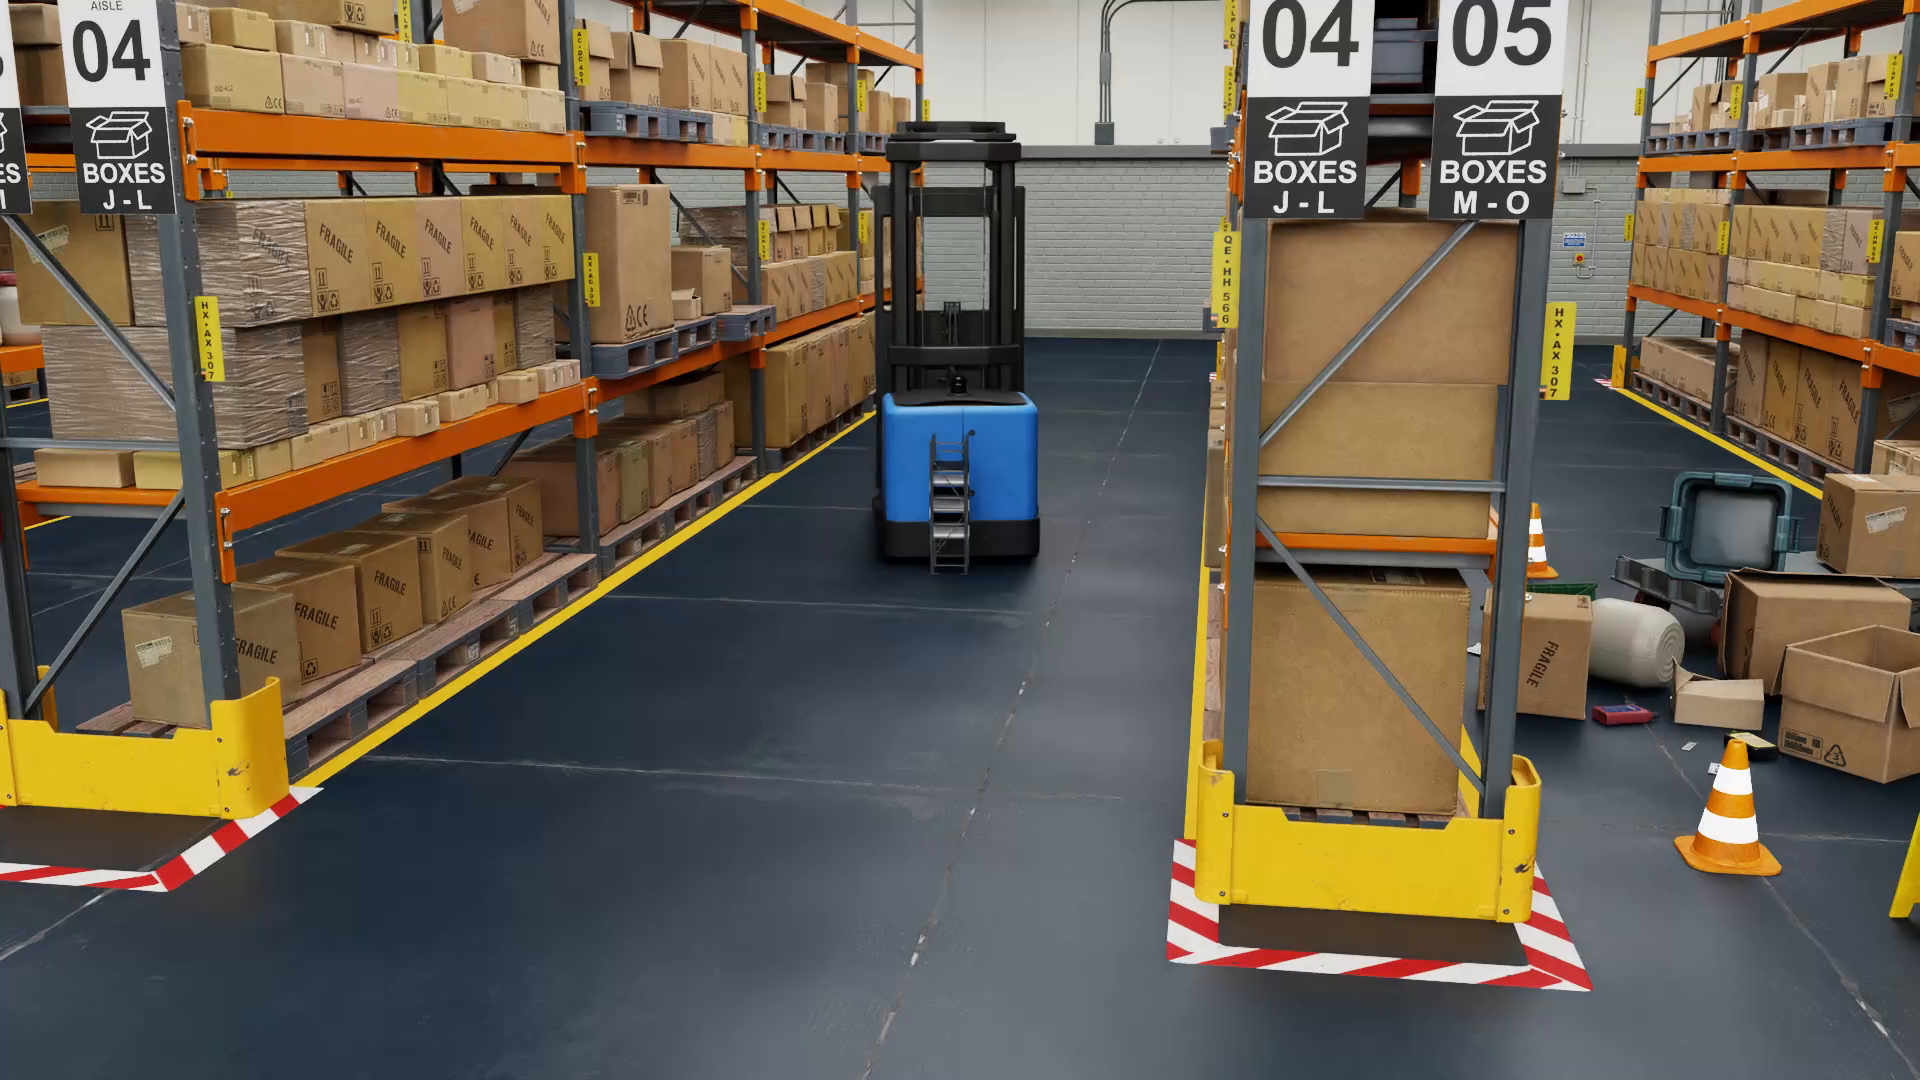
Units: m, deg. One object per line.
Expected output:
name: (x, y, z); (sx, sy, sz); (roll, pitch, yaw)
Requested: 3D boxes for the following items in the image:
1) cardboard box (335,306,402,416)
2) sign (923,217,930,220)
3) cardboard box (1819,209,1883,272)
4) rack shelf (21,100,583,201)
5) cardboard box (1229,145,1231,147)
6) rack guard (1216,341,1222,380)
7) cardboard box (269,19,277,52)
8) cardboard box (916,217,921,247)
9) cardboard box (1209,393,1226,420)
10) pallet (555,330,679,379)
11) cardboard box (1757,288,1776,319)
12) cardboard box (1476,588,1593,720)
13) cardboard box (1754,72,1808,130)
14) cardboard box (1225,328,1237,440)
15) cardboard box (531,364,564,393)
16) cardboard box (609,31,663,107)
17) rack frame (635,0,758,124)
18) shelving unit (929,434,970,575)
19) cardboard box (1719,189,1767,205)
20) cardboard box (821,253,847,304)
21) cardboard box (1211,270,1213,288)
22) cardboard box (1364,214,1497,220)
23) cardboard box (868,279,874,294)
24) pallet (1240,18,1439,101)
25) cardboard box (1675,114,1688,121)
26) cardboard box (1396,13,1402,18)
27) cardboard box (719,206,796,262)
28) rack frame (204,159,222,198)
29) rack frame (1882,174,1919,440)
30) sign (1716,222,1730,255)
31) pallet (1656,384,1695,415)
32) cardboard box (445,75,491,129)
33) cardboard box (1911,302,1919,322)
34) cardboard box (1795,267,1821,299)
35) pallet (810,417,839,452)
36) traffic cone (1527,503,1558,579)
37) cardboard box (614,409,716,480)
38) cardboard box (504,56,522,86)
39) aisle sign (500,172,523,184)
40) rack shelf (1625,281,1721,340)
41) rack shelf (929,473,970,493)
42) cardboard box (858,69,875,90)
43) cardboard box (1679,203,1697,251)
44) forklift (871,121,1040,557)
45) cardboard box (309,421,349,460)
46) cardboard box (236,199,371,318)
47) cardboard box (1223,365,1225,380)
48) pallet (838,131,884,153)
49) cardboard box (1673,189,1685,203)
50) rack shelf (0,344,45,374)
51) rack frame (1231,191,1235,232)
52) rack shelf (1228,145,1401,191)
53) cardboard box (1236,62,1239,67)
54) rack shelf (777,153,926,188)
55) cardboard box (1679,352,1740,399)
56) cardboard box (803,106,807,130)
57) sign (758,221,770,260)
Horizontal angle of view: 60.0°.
cardboard box: (-3.247, -0.889, 8.056); (0.875, 0.500, 0.500); (2, 12, 9)
sign: (-0.441, -4.363, 21.806); (0.100, 0.325, 0.005); (2, 12, 9)
cardboard box: (7.478, -2.476, 13.750); (0.500, 0.500, 0.500); (2, 12, 10)
rack shelf: (-3.129, -1.902, 8.284); (1.077, 0.370, 4.000); (2, 12, 9)
cardboard box: (3.103, -4.191, 17.555); (0.500, 0.250, 0.500); (2, 12, 10)
rack guard: (3.898, -2.282, 21.394); (1.175, 0.500, 0.348); (2, 12, 9)
cardboard box: (-3.113, -2.116, 6.980); (0.380, 0.149, 0.250); (2, 12, 8)
cardboard box: (-0.791, -4.030, 21.443); (0.500, 0.500, 0.500); (2, 12, 9)
cardboard box: (2.366, -0.654, 12.250); (1.050, 0.750, 0.750); (2, 12, 10)
pallet: (-2.560, -1.264, 11.193); (1.003, 0.211, 1.213); (2, 12, 9)
cardboard box: (7.700, -2.177, 15.332); (0.500, 0.250, 0.500); (2, 12, 8)
cardboard box: (2.840, 0.556, 8.223); (0.500, 0.500, 0.500); (4, 13, 18)
cardboard box: (7.779, -4.094, 15.516); (0.500, 0.500, 0.500); (2, 12, 8)
cardboard box: (1.758, -0.794, 8.201); (0.875, 0.550, 0.550); (2, 12, 9)
cardboard box: (-2.611, -0.974, 9.991); (0.380, 0.149, 0.250); (2, 12, 9)
cardboard box: (-2.507, -3.216, 11.435); (0.797, 0.503, 0.637); (2, 12, 11)
rack frame: (-2.206, -4.969, 13.688); (1.000, 3.000, 0.127); (2, 12, 9)
shelving unit: (5.482, -0.674, 7.512); (11.731, 3.733, 5.703); (1, 18, 3)
cardboard box: (7.934, -3.477, 16.855); (0.380, 0.149, 0.250); (2, 12, 7)
cardboard box: (-1.476, -2.708, 17.204); (0.500, 0.500, 0.500); (2, 12, 10)
cardboard box: (2.306, -2.200, 13.973); (0.380, 0.149, 0.250); (2, 12, 10)
cardboard box: (1.758, -1.096, 7.038); (0.875, 0.550, 0.550); (2, 12, 9)
cardboard box: (-1.176, -2.851, 18.700); (0.380, 0.149, 0.250); (1, 12, 7)
pallet: (1.553, -1.767, 6.161); (1.003, 0.211, 1.213); (2, 12, 9)
cardboard box: (8.836, -4.931, 19.755); (0.500, 0.250, 0.500); (1, 12, 3)
cardboard box: (2.013, -2.110, 6.907); (0.380, 0.149, 0.250); (2, 12, 8)
cardboard box: (-1.974, -2.862, 15.537); (0.797, 0.503, 0.637); (2, 12, 10)
rack frame: (-7.100, -2.196, 15.065); (1.000, 3.000, 0.127); (2, 12, 9)
rack frame: (7.590, -1.715, 12.830); (0.949, 2.616, 0.053); (2, 12, 9)
sign: (7.653, -3.027, 16.676); (0.100, 0.325, 0.005); (2, 12, 9)
pallet: (8.581, -1.595, 18.892); (1.003, 0.211, 1.213); (2, 12, 9)
cardboard box: (-2.797, -2.278, 8.681); (0.500, 0.250, 0.500); (2, 12, 8)
cardboard box: (7.276, -1.678, 12.259); (0.380, 0.149, 0.250); (1, 12, 5)
cardboard box: (7.543, -2.209, 14.293); (0.500, 0.250, 0.500); (2, 12, 7)
pallet: (-1.820, -1.088, 16.539); (1.003, 0.211, 1.213); (2, 12, 9)
traffic cone: (3.763, -0.012, 10.949); (0.336, 0.463, 0.334); (2, 12, 9)
cardboard box: (-2.362, -0.773, 13.349); (0.700, 0.500, 0.500); (1, 12, 4)
cardboard box: (-2.670, -2.606, 9.257); (0.380, 0.149, 0.250); (1, 12, 6)
aisle sign: (-6.152, -5.157, 22.633); (0.394, 0.787, 0.004); (2, 12, 9)
rack shelf: (8.509, -2.612, 18.702); (1.077, 0.370, 4.000); (2, 12, 9)
rack shelf: (-0.068, -0.373, 10.854); (0.258, 0.077, 0.200); (1, 18, 3)
cardboard box: (-1.296, -5.417, 19.638); (0.500, 0.250, 0.500); (1, 12, 7)
cardboard box: (8.156, -3.404, 18.057); (0.500, 0.500, 0.500); (2, 12, 9)
forklift: (-3.365, -1.849, 13.617); (7.442, 2.935, 6.157); (-1, 12, -4)
cardboard box: (-3.028, -0.455, 7.581); (0.380, 0.149, 0.250); (2, 12, 9)
cardboard box: (-2.999, -1.263, 7.418); (0.500, 0.500, 0.500); (2, 12, 9)
cardboard box: (2.526, -1.355, 14.317); (0.500, 0.250, 0.500); (2, 12, 7)
pallet: (-1.454, -4.461, 18.666); (1.003, 0.211, 1.213); (2, 12, 9)
cardboard box: (8.208, -3.848, 18.581); (0.380, 0.149, 0.250); (2, 12, 7)
rack shelf: (-7.407, -1.428, 13.209); (1.077, 0.370, 4.000); (2, 12, 9)
rack frame: (2.680, -1.854, 13.477); (1.000, 3.000, 0.127); (2, 12, 9)
rack shelf: (-2.465, -2.711, 12.041); (10.867, 0.370, 4.000); (2, 12, 9)
cardboard box: (1.479, -2.289, 7.738); (0.380, 0.149, 0.250); (2, 12, 9)
rack shelf: (-1.283, -4.400, 19.876); (1.077, 0.370, 4.000); (2, 12, 9)
cardboard box: (8.541, -1.814, 18.375); (0.875, 0.438, 0.875); (2, 12, 7)
cardboard box: (-1.848, -4.271, 16.787); (0.500, 0.311, 0.500); (1, 12, 7)
sign: (-1.668, -2.548, 14.134); (0.100, 0.325, 0.005); (2, 12, 9)
